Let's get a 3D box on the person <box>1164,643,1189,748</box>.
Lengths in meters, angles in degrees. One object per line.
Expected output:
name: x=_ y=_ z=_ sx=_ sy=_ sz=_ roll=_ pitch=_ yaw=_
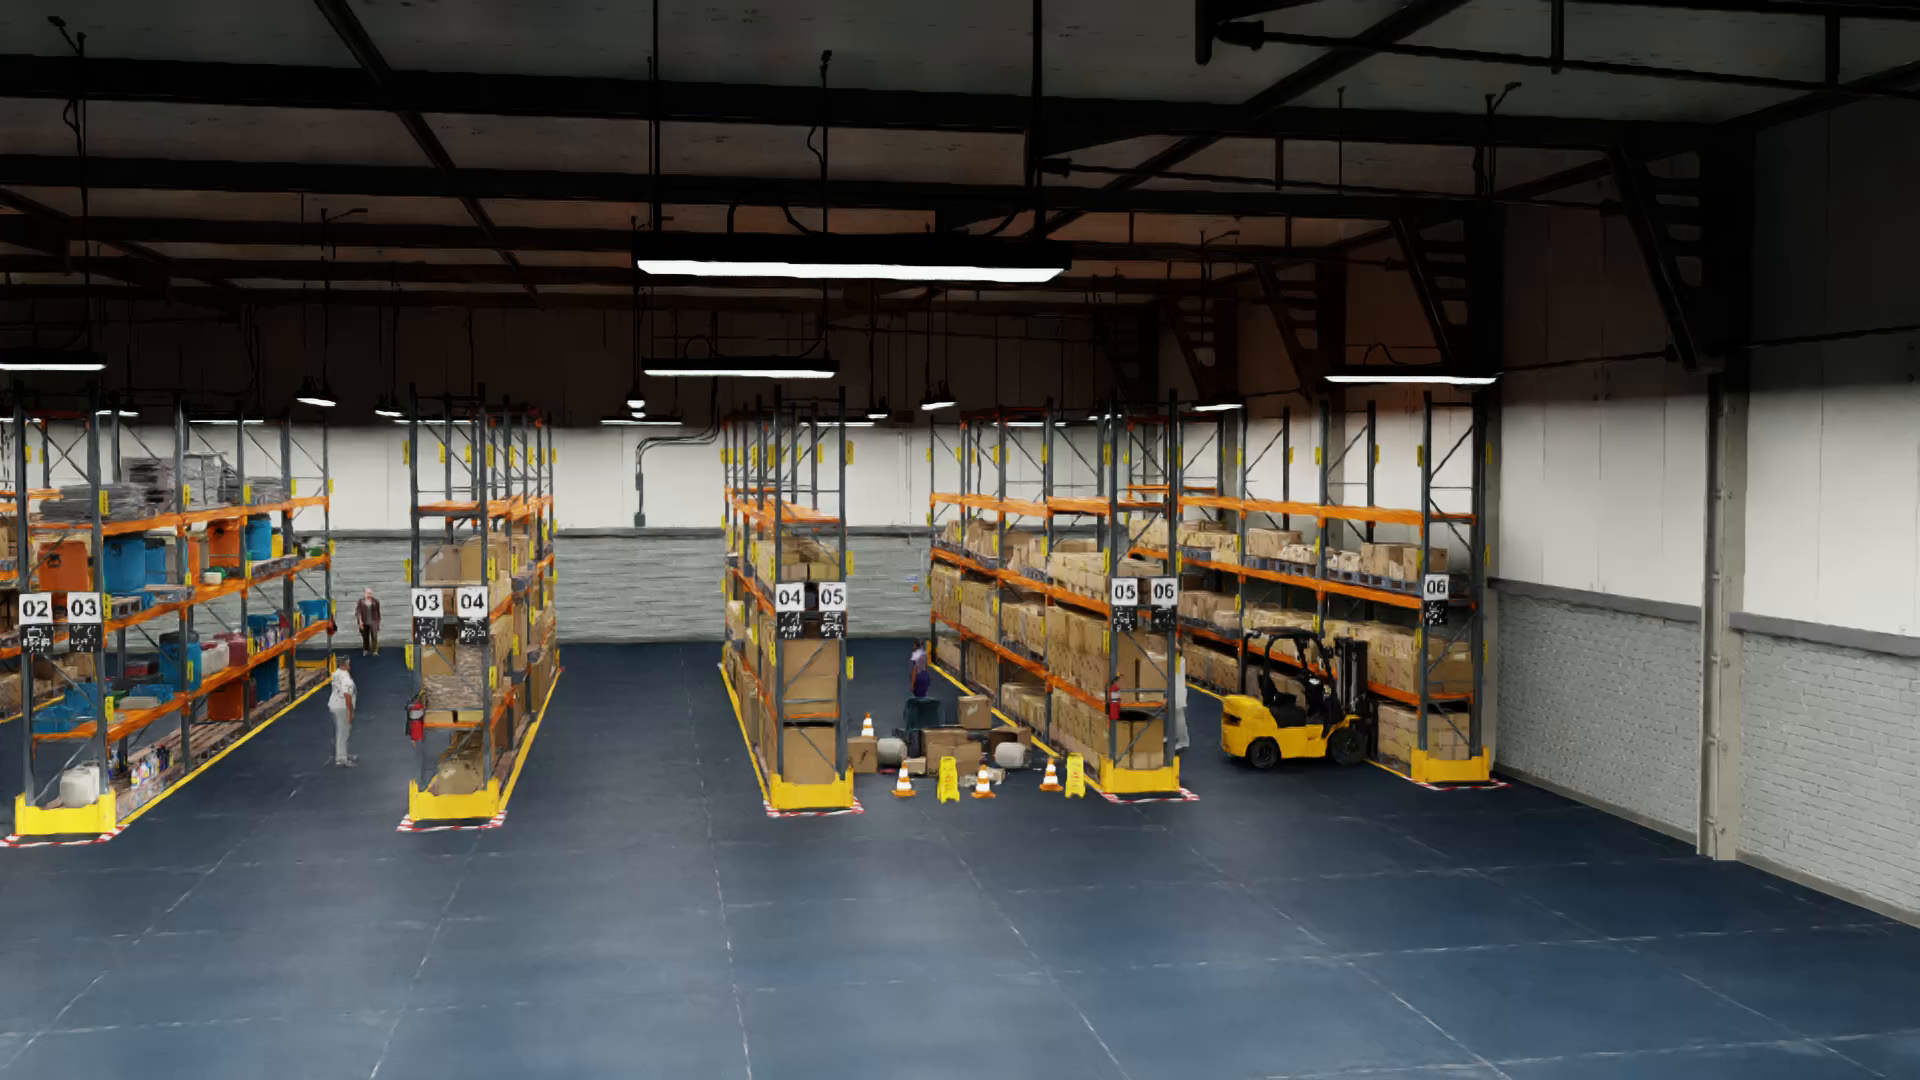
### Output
person: x=3.667 y=2.646 z=28.589 sx=0.636 sy=1.775 sz=0.677 roll=1 pitch=3 yaw=21

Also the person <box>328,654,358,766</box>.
person: x=-9.960 y=2.741 z=26.964 sx=0.492 sy=1.768 sz=0.628 roll=-2 pitch=4 yaw=-40

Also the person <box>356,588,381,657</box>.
person: x=-14.686 y=2.038 z=41.275 sx=0.580 sy=1.715 sz=1.104 roll=-1 pitch=3 yaw=-19

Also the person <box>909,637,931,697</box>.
person: x=-0.774 y=2.616 z=30.724 sx=0.528 sy=1.646 sz=0.557 roll=1 pitch=3 yaw=18
